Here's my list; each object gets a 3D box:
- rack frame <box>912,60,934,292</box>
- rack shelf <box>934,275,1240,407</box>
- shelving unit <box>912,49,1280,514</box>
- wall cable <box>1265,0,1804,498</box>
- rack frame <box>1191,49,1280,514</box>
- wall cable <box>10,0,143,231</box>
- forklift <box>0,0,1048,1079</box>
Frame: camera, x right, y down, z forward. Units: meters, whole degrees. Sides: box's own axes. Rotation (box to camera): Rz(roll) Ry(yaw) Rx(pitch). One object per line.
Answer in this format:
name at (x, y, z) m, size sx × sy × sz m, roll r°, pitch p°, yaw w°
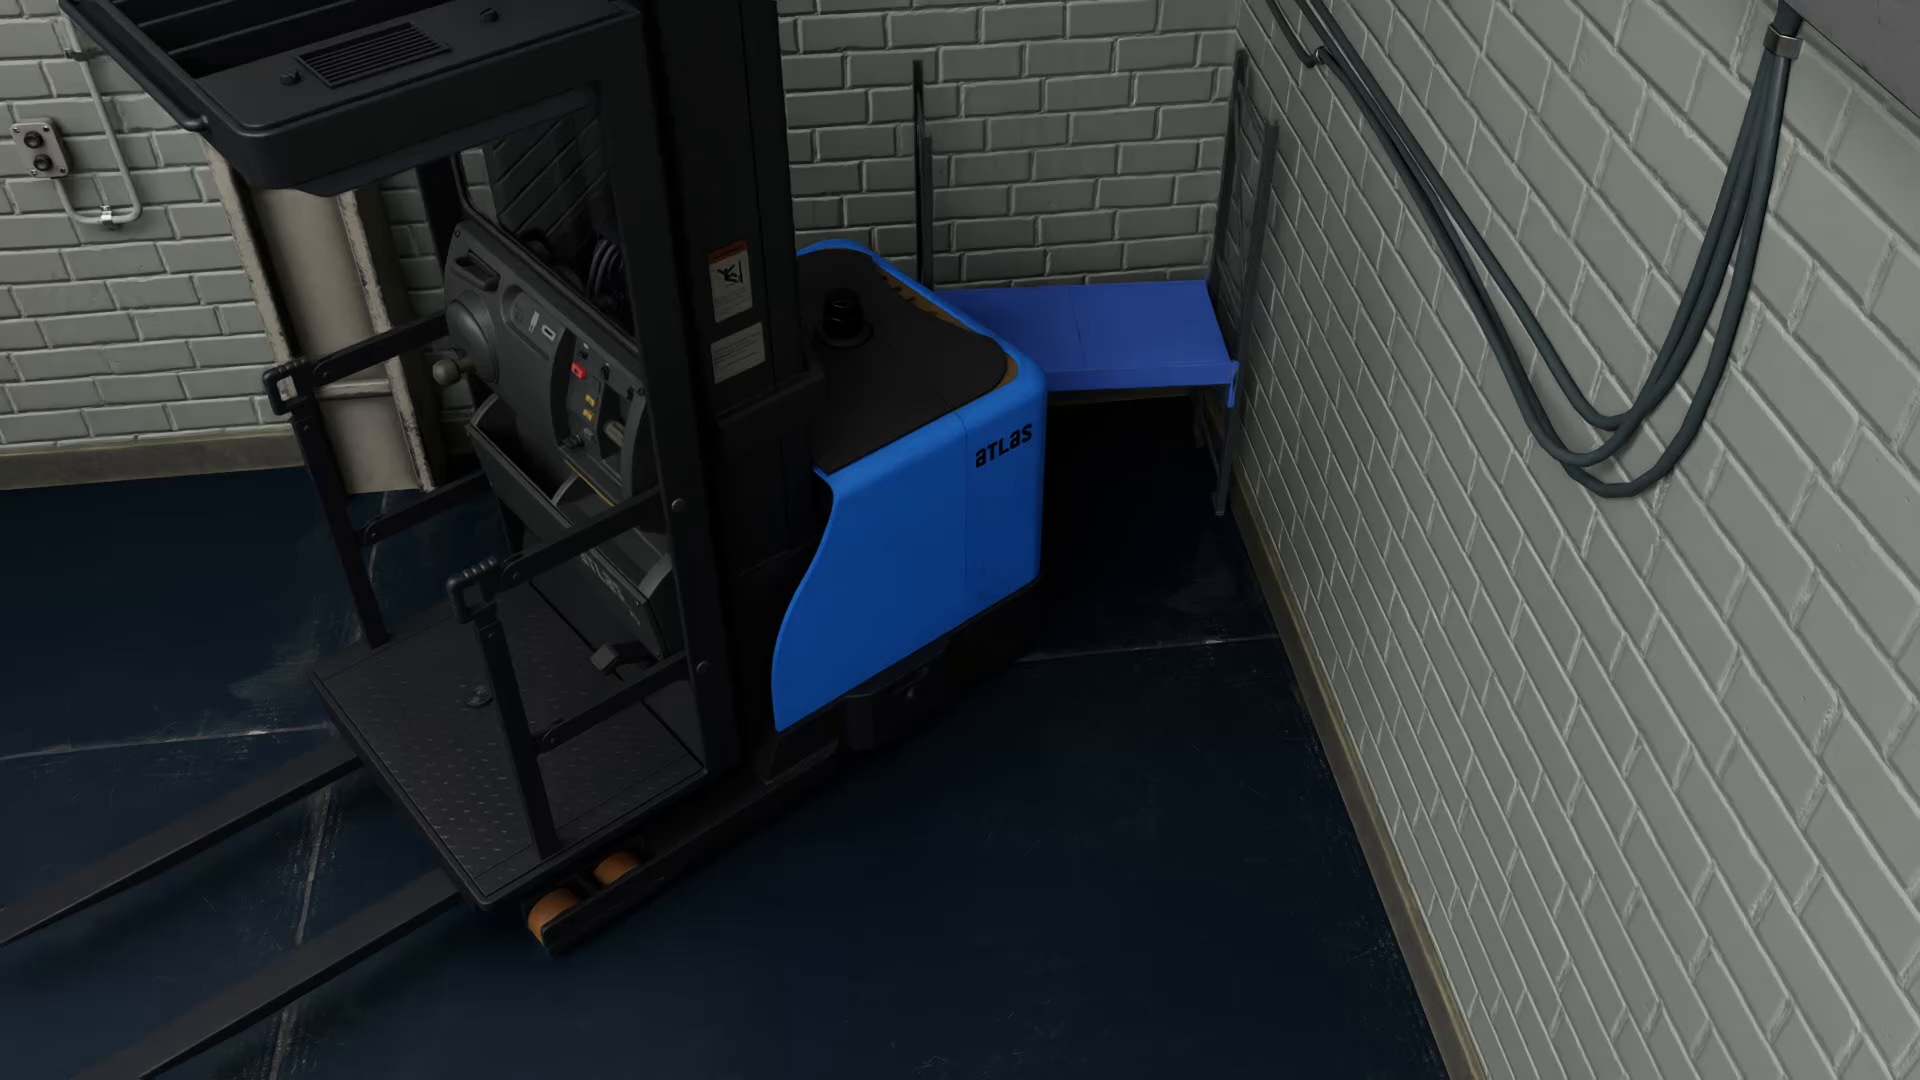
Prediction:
rack frame at (-0.115, -0.767, 5.479) m, size 0.032 × 1.500 × 0.500 m, roll -3°, pitch 42°, yaw -3°
rack shelf at (0.392, -0.657, 5.627) m, size 1.000 × 0.185 × 0.538 m, roll -3°, pitch 42°, yaw -3°
shelving unit at (0.392, -0.791, 5.507) m, size 1.048 × 1.500 × 0.538 m, roll -3°, pitch 42°, yaw -3°
wall cable at (1.030, -1.852, 3.403) m, size 0.112 × 2.526 × 3.097 m, roll -5°, pitch 42°, yaw -6°
rack frame at (0.899, -0.815, 5.534) m, size 0.032 × 1.500 × 0.500 m, roll -3°, pitch 42°, yaw -3°
wall cable at (-3.478, -1.640, 4.570) m, size 1.851 × 1.984 × 0.084 m, roll -5°, pitch 42°, yaw -6°
forklift at (-1.187, -0.381, 3.984) m, size 3.031 × 2.935 × 1.130 m, roll -29°, pitch 50°, yaw -29°
